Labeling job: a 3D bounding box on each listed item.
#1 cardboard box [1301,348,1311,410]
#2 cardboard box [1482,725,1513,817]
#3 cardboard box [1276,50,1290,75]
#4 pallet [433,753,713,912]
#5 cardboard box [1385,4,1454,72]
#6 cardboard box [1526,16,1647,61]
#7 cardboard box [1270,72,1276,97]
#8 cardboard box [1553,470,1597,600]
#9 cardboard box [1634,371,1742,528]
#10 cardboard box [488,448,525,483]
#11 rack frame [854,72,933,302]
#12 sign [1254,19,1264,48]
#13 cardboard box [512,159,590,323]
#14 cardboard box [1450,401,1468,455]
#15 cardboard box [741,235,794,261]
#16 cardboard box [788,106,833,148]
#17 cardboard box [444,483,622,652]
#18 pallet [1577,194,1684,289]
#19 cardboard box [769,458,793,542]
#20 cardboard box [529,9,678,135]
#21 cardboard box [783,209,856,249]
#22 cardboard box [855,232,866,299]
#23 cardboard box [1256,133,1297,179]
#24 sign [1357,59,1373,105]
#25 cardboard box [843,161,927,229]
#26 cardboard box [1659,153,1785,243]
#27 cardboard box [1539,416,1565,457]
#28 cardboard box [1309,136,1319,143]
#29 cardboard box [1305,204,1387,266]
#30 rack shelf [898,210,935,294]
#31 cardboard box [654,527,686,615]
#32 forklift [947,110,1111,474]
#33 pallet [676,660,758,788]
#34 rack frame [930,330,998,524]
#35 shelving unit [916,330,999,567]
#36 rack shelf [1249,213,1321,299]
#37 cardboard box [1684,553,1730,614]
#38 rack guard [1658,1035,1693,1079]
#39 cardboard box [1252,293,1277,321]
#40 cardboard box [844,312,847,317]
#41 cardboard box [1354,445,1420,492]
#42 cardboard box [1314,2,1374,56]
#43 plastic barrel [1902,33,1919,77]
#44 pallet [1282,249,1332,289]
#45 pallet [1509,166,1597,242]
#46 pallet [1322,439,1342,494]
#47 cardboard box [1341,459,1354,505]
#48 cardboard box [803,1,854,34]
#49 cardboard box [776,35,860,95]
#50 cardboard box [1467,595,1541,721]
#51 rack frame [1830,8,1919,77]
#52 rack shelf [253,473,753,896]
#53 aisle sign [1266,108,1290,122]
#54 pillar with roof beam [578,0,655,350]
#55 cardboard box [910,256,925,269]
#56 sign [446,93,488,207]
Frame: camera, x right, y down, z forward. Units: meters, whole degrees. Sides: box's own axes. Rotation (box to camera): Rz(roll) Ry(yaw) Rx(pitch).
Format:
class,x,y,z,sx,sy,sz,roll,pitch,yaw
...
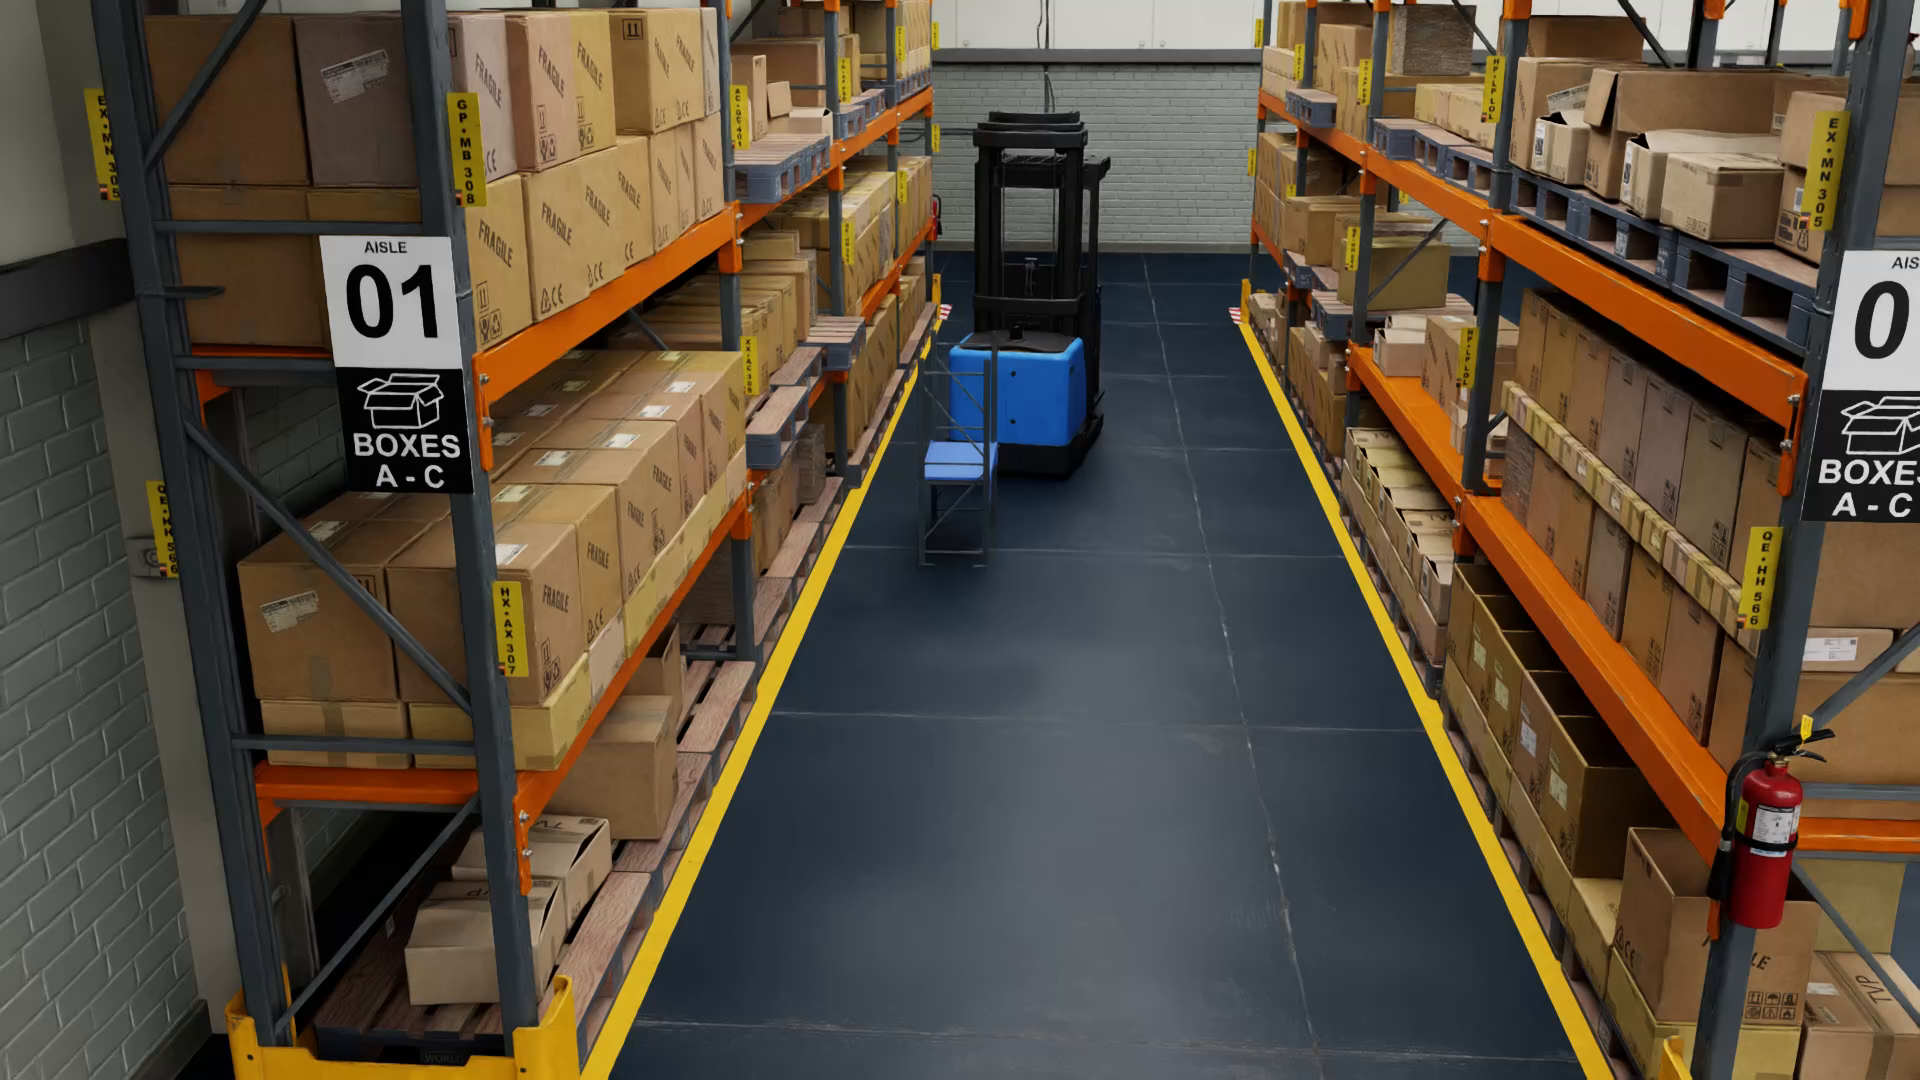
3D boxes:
class,x,y,z,sx,sy,sz,roll,pitch,yaw
cardboard box,3.465,-1.487,15.451,0.500,0.500,0.500,2,18,5
cardboard box,2.822,1.108,7.966,0.500,0.250,0.500,1,18,4
cardboard box,3.691,-5.146,17.931,0.500,0.250,0.500,1,18,4
pallet,-1.799,1.358,7.939,1.003,0.211,1.213,1,18,4
cardboard box,3.600,-3.931,13.018,0.500,0.500,0.500,1,18,4
cardboard box,3.323,-2.547,8.925,0.500,0.500,0.500,2,18,5
cardboard box,3.726,-5.064,18.483,0.500,0.250,0.500,1,18,4
cardboard box,3.143,-0.037,7.557,0.700,0.500,0.500,2,18,5
cardboard box,3.070,-0.350,6.429,0.700,0.500,0.500,1,18,4
cardboard box,-2.088,-0.076,6.843,0.500,0.500,0.500,1,18,2
rack frame,-0.841,-4.283,20.677,1.000,3.000,0.127,1,18,4
sign,3.559,-6.026,19.777,0.100,0.325,0.005,1,18,4
cardboard box,-1.641,-1.061,5.832,0.500,0.500,0.500,2,18,8
cardboard box,3.119,-0.660,9.836,0.396,0.266,0.258,1,18,3
cardboard box,-1.418,-2.155,12.274,0.380,0.149,0.250,-2,18,-5
cardboard box,-1.197,-2.961,11.937,0.500,0.311,0.500,1,18,4
cardboard box,-1.609,0.097,6.315,0.500,0.500,0.500,1,18,4
pallet,3.114,-1.187,6.552,1.003,0.211,1.213,1,18,4
cardboard box,-1.575,-0.283,11.776,0.700,0.500,0.500,1,18,4
cardboard box,-1.523,-2.019,7.152,0.500,0.500,0.500,1,18,2
cardboard box,-1.123,-2.497,13.353,0.500,0.250,0.500,2,18,5
cardboard box,-1.078,-2.304,13.968,0.500,0.500,0.500,2,18,6
cardboard box,3.805,-4.564,19.769,0.500,0.500,0.500,2,18,6
sign,2.985,-3.373,12.252,0.100,0.325,0.005,1,18,4
cardboard box,-0.909,-4.041,19.456,0.980,0.700,0.700,1,18,3
cardboard box,2.772,-1.188,5.756,0.500,0.250,0.500,1,18,4
cardboard box,2.975,-0.484,7.880,0.380,0.149,0.250,1,18,3
cardboard box,4.307,-4.395,19.252,0.500,0.500,0.500,2,18,5
cardboard box,3.570,-2.821,15.381,0.700,0.500,0.500,4,19,13
rack shelf,-0.985,-3.320,18.893,1.077,0.370,4.000,1,18,4
cardboard box,-1.533,0.127,7.427,0.500,0.250,0.500,1,18,4
forklift,0.723,-2.363,14.928,1.130,2.935,3.031,4,19,12
pallet,-1.714,0.978,9.098,1.003,0.211,1.213,1,18,4
rack frame,0.030,-0.844,12.590,0.500,1.500,0.032,1,18,4
shelving unit,-0.006,-0.686,12.109,0.538,1.500,1.048,1,18,4
rack shelf,3.956,-3.211,18.559,1.077,0.370,4.000,1,18,4
cardboard box,2.826,0.156,5.927,0.380,0.149,0.250,1,18,3
rack guard,2.951,1.991,5.544,1.175,0.500,0.348,1,18,4
cardboard box,3.742,-2.758,19.733,0.500,0.250,0.500,1,18,4
cardboard box,-1.133,-1.864,13.665,0.380,0.149,0.250,2,18,5
cardboard box,3.167,-0.529,12.061,0.500,0.311,0.500,1,18,3
cardboard box,3.810,-5.031,16.377,0.700,0.500,0.500,1,18,4
plastic barrel,8.466,-4.351,15.175,0.433,0.535,0.433,0,18,0
pallet,3.647,-2.594,15.832,1.003,0.211,1.213,1,18,4
pallet,3.204,-1.565,7.705,1.003,0.211,1.213,1,18,4
pallet,3.618,-0.595,13.900,1.003,0.211,1.213,1,18,4
cardboard box,3.196,-0.426,12.647,0.500,0.250,0.500,1,18,4
cardboard box,-1.311,-5.220,16.922,0.500,0.500,0.500,1,18,3
cardboard box,-1.276,-4.278,14.976,0.700,0.500,0.500,1,18,3
cardboard box,2.866,0.597,8.322,0.500,0.500,0.500,1,18,4
rack frame,8.753,-5.670,15.277,1.000,3.000,0.127,1,18,4
rack shelf,-1.845,0.407,7.519,1.077,0.370,4.000,1,18,4
aisle sign,3.812,-5.437,20.023,0.394,0.787,0.004,1,18,4
pillar with roof beam,1.923,-4.169,10.694,9.100,9.000,0.400,1,18,4
cardboard box,-0.619,-3.339,20.095,0.380,0.149,0.250,1,18,3
sign,-1.447,-1.143,4.872,0.100,0.325,0.005,1,18,4
